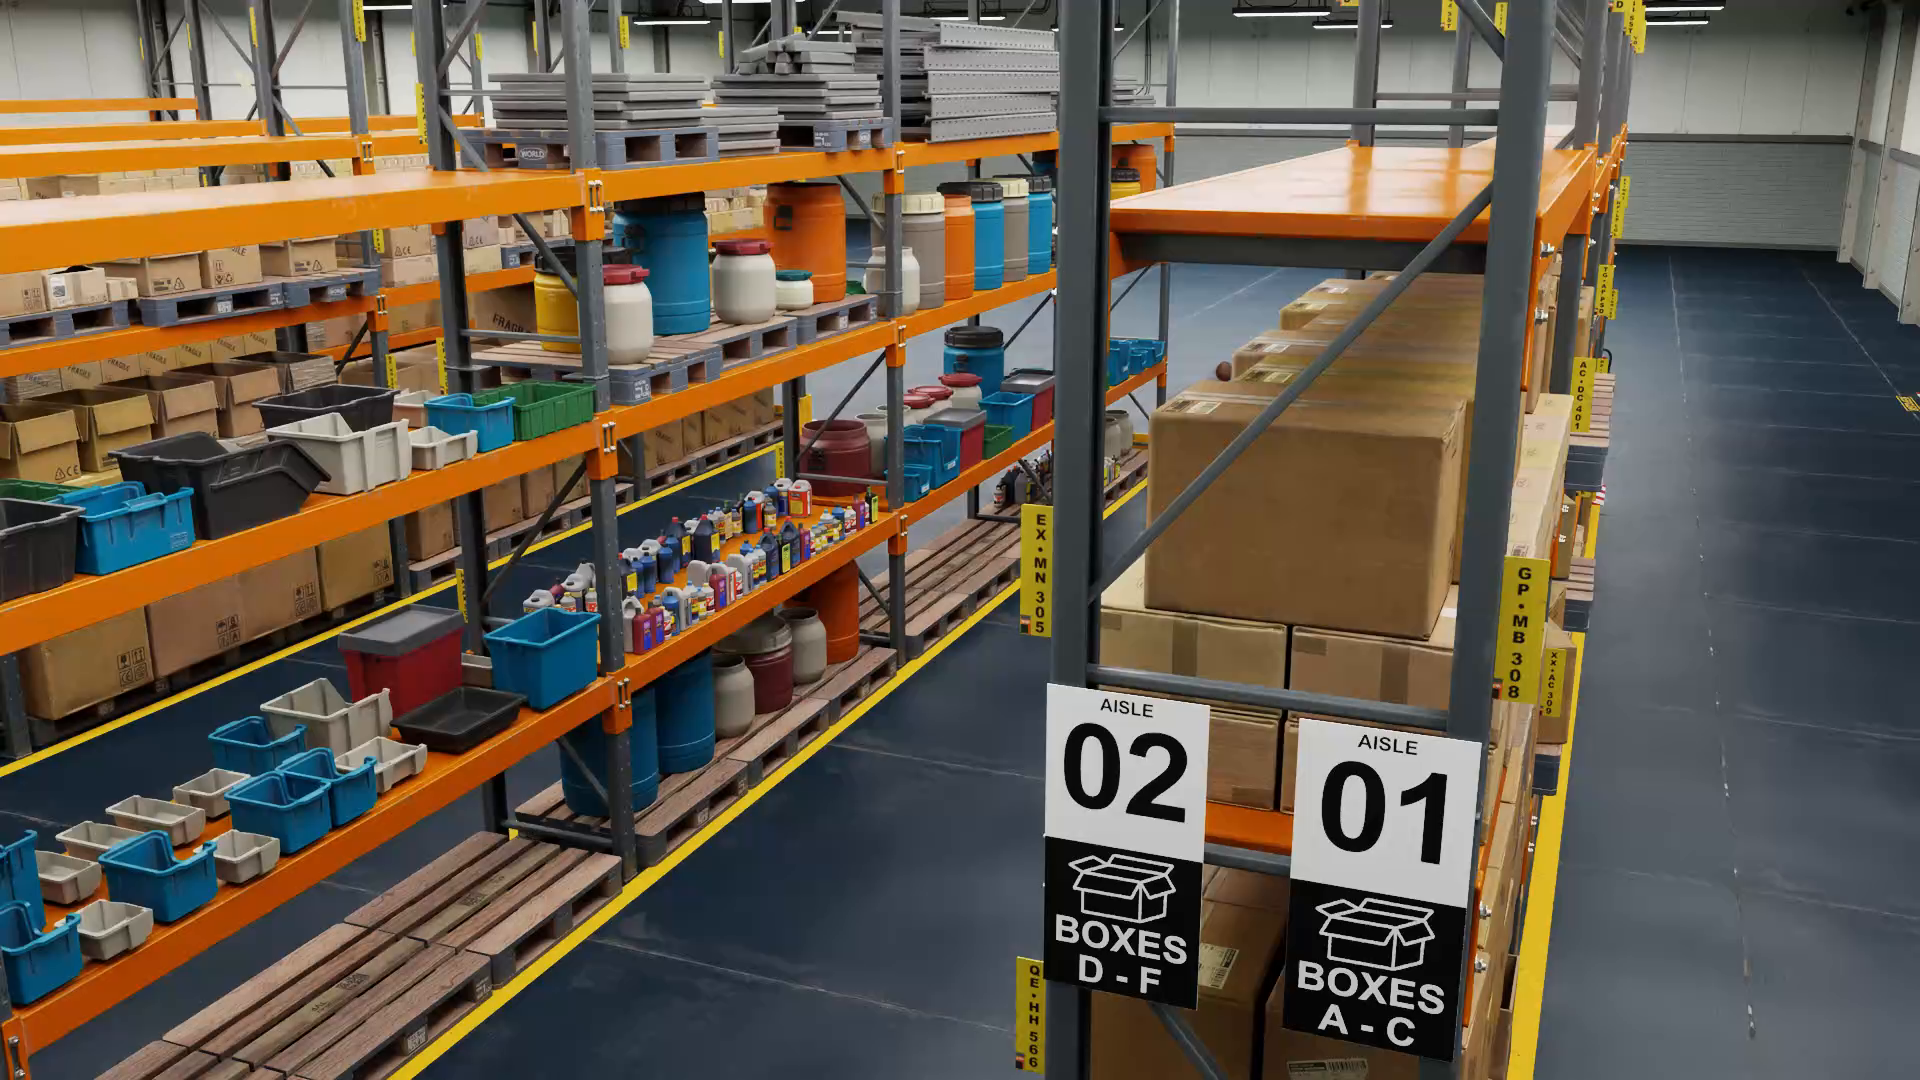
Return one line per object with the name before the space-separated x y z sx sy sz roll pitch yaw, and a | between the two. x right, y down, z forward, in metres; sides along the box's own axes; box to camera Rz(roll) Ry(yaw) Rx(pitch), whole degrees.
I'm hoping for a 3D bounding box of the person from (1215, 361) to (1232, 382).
person | 2.930 -1.172 18.416 0.414 1.649 0.575 7 17 24
